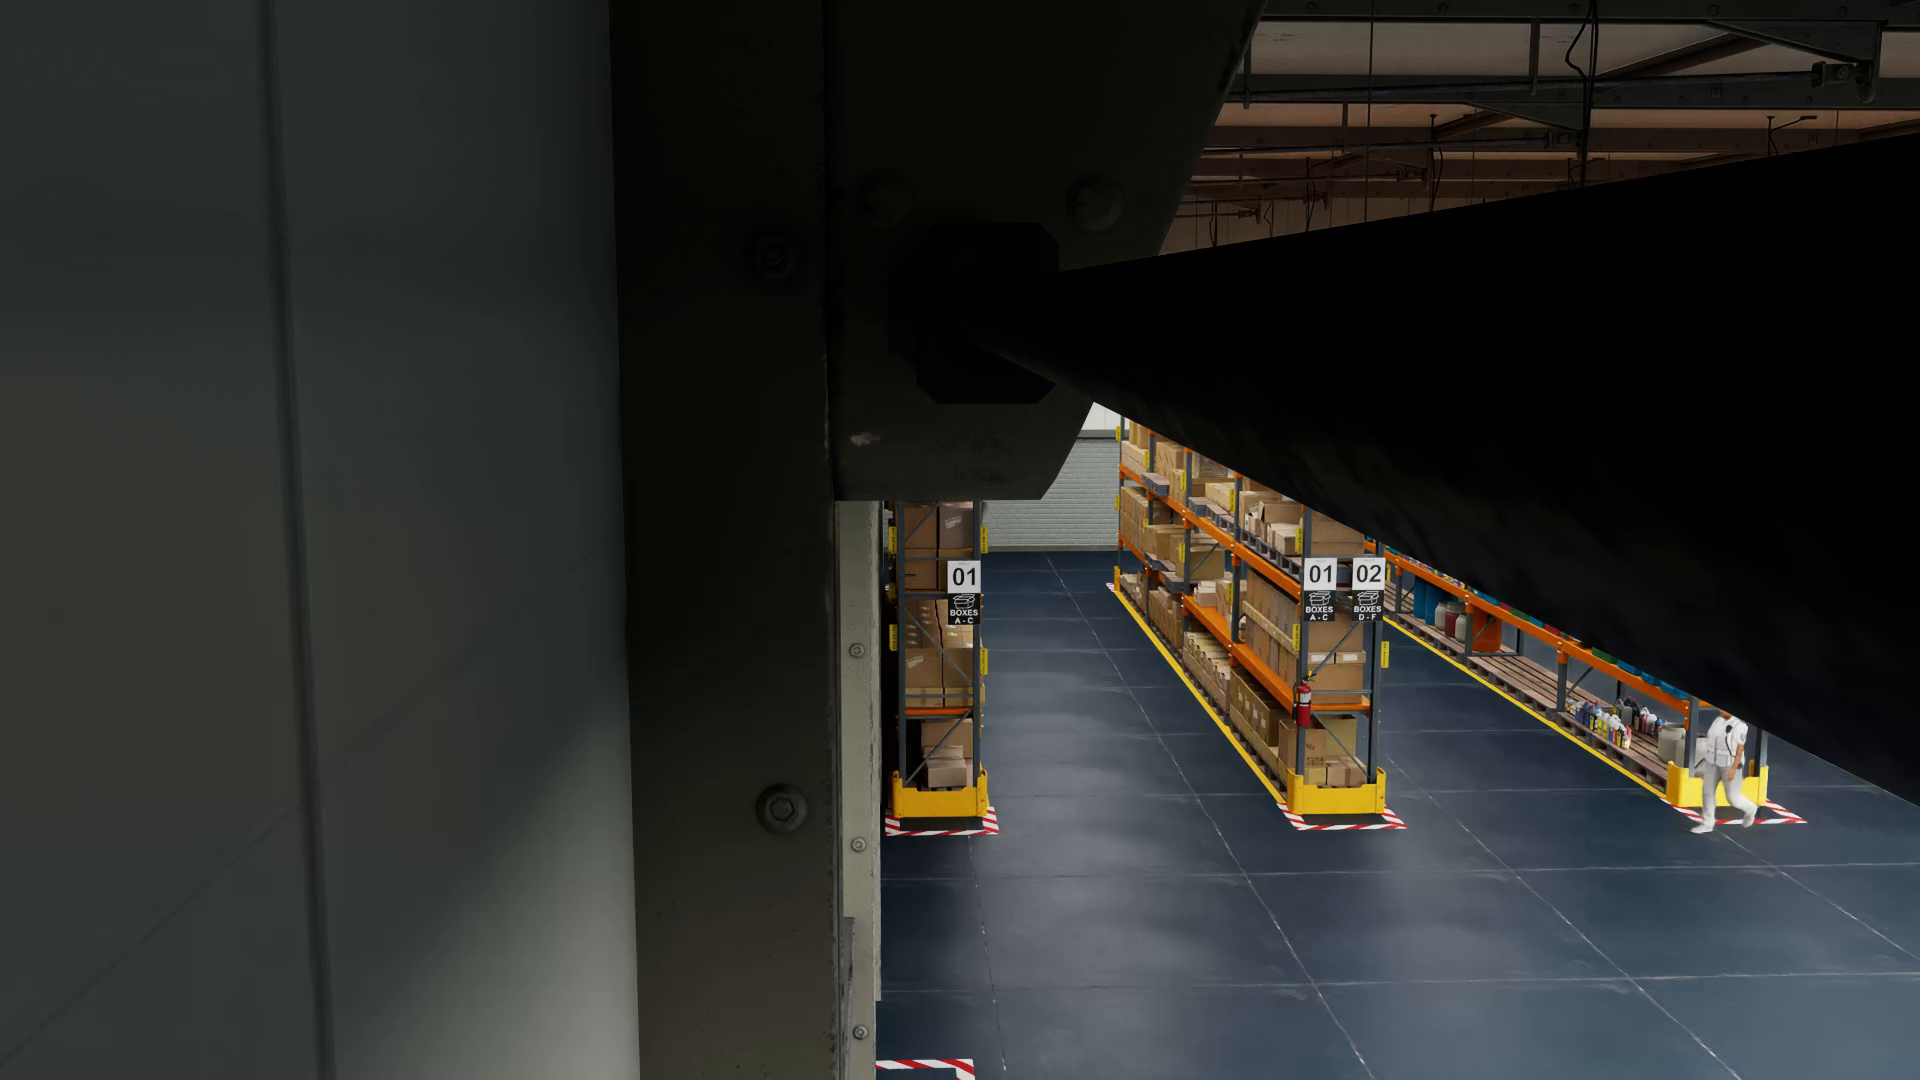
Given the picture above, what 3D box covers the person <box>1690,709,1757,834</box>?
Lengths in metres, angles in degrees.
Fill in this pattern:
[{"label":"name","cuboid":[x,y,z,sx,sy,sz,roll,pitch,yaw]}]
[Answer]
[{"label":"person","cuboid":[9.135,2.679,19.816,0.773,1.637,0.459,-5,10,-31]}]
